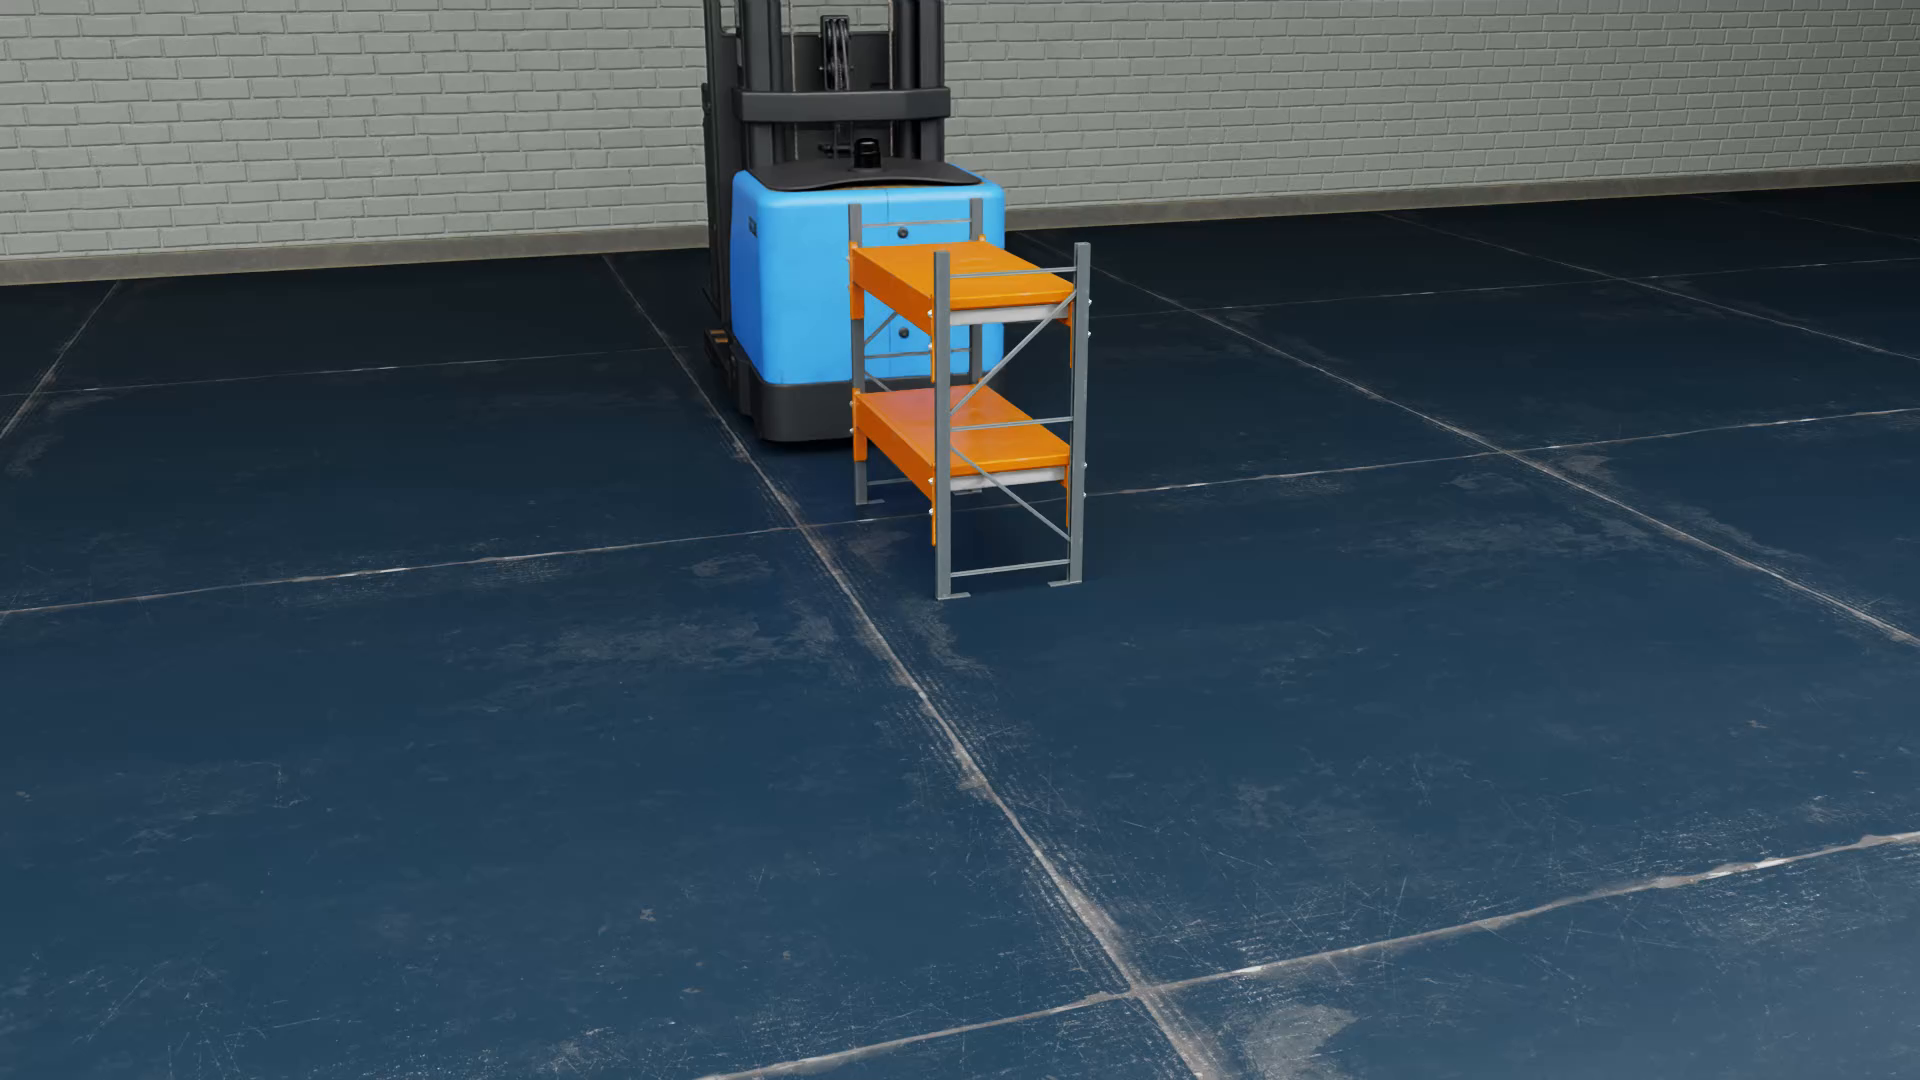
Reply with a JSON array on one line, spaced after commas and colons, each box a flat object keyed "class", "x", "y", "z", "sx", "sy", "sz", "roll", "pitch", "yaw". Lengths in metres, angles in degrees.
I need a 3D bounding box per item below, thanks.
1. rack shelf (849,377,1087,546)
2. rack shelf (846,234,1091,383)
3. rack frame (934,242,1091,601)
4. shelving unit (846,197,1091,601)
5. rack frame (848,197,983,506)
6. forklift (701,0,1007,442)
[{"class": "rack shelf", "x": 0.002, "y": -0.297, "z": 5.803, "sx": 0.538, "sy": 0.278, "sz": 1.000, "roll": -6, "pitch": 21, "yaw": -17}, {"class": "rack shelf", "x": 0.002, "y": -0.803, "z": 5.621, "sx": 0.538, "sy": 0.278, "sz": 1.000, "roll": -6, "pitch": 21, "yaw": -17}, {"class": "rack frame", "x": 0.162, "y": -0.364, "z": 5.266, "sx": 0.500, "sy": 1.125, "sz": 0.032, "roll": -6, "pitch": 21, "yaw": -17}, {"class": "shelving unit", "x": 0.002, "y": -0.527, "z": 5.720, "sx": 0.538, "sy": 1.125, "sz": 1.048, "roll": -6, "pitch": 21, "yaw": -17}, {"class": "rack frame", "x": -0.158, "y": -0.690, "z": 6.174, "sx": 0.500, "sy": 1.125, "sz": 0.032, "roll": -6, "pitch": 21, "yaw": -17}, {"class": "forklift", "x": -0.675, "y": -2.245, "z": 7.830, "sx": 1.130, "sy": 2.935, "sz": 3.031, "roll": -5, "pitch": 20, "yaw": -14}]
